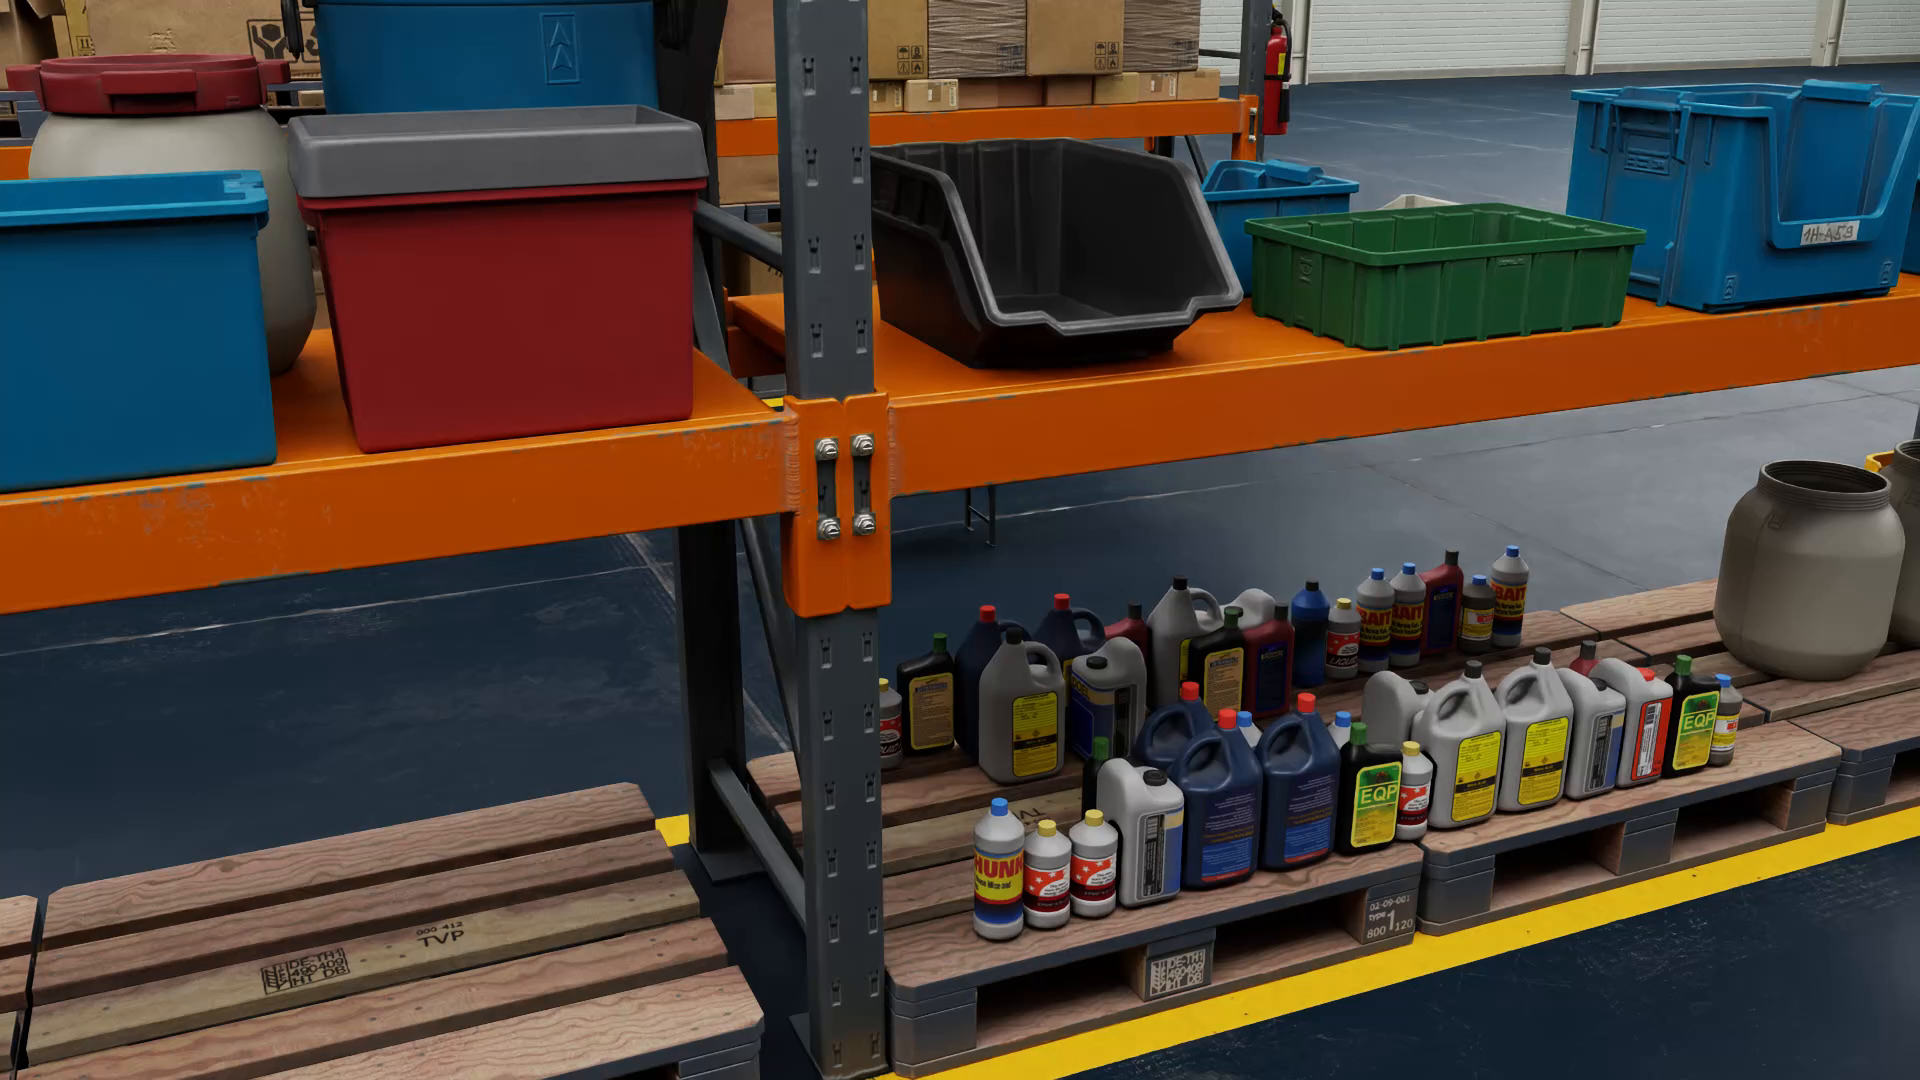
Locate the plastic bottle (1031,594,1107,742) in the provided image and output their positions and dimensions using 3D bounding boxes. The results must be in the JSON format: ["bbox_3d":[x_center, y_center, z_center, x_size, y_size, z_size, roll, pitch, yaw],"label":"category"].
[{"bbox_3d":[0.262,0.295,3.994,0.185,0.351,0.144,-9,21,-25],"label":"plastic bottle"}]

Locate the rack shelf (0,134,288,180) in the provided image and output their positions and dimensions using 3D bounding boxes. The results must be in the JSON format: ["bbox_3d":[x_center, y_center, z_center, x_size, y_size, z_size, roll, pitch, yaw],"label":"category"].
[{"bbox_3d":[-4.190,-1.457,6.728,4.000,0.370,1.077,-8,21,-22],"label":"rack shelf"}]

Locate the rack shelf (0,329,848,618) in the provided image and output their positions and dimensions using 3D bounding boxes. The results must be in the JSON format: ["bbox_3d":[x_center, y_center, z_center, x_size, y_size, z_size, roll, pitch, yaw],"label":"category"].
[{"bbox_3d":[-2.228,0.053,2.438,4.000,0.370,1.077,-8,21,-22],"label":"rack shelf"}]

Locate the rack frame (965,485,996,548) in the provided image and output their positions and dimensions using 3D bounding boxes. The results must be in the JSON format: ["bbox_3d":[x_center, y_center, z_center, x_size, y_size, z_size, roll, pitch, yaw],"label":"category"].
[{"bbox_3d":[0.072,-0.576,5.852,0.015,1.200,0.240,-8,21,-22],"label":"rack frame"}]

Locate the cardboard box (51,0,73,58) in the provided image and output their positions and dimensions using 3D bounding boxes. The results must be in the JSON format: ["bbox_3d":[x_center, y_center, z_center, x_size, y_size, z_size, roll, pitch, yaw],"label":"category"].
[{"bbox_3d":[-5.992,-3.282,10.676,0.500,0.500,0.500,-8,21,-22],"label":"cardboard box"}]

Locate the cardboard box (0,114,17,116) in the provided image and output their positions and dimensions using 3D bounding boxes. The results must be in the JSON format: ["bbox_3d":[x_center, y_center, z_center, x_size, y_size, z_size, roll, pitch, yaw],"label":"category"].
[{"bbox_3d":[-8.755,-3.685,15.296,0.625,0.372,0.950,-9,21,-23],"label":"cardboard box"}]

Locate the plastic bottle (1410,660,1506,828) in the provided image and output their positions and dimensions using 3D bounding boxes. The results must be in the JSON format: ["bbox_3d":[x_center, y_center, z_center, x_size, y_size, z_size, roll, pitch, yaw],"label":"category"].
[{"bbox_3d":[1.077,0.432,3.604,0.185,0.351,0.144,-8,21,-22],"label":"plastic bottle"}]

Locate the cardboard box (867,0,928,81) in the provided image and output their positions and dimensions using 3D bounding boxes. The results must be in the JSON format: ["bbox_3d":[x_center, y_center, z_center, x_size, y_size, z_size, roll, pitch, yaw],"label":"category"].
[{"bbox_3d":[-0.548,-2.492,7.985,0.500,0.500,0.875,-8,21,-22],"label":"cardboard box"}]

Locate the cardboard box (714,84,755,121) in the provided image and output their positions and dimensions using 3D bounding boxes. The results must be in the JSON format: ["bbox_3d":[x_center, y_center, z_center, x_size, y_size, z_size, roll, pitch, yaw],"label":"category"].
[{"bbox_3d":[-1.112,-2.004,7.576,0.250,0.149,0.380,-8,21,-22],"label":"cardboard box"}]

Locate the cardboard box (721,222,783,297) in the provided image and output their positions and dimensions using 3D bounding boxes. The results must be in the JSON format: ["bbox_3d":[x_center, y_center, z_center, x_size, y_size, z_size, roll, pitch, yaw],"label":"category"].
[{"bbox_3d":[-0.909,-1.302,8.336,0.500,0.500,0.500,-10,22,-27],"label":"cardboard box"}]

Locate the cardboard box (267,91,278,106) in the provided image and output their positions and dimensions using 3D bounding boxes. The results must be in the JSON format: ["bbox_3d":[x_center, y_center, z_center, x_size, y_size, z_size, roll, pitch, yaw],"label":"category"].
[{"bbox_3d":[-8.723,-5.601,20.356,0.625,0.625,0.875,-7,21,-20],"label":"cardboard box"}]

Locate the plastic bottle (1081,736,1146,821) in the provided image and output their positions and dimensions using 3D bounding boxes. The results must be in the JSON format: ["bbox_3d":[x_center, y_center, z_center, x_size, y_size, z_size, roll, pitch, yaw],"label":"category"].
[{"bbox_3d":[0.318,0.533,3.420,0.133,0.283,0.061,-8,21,-22],"label":"plastic bottle"}]

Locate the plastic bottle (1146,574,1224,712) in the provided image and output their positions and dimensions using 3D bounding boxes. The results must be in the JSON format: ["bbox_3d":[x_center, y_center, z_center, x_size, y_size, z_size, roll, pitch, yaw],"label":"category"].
[{"bbox_3d":[0.558,0.252,4.115,0.185,0.351,0.144,-8,21,-22],"label":"plastic bottle"}]

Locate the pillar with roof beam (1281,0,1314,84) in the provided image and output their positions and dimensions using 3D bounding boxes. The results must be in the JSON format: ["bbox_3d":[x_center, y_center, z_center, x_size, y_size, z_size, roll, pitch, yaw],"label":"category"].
[{"bbox_3d":[7.152,-10.400,22.009,0.400,9.000,9.100,-8,21,-22],"label":"pillar with roof beam"}]

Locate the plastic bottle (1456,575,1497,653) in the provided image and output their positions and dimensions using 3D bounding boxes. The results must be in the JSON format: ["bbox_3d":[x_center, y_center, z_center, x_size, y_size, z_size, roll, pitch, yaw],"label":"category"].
[{"bbox_3d":[1.398,0.194,4.506,0.097,0.201,0.097,0,19,0],"label":"plastic bottle"}]

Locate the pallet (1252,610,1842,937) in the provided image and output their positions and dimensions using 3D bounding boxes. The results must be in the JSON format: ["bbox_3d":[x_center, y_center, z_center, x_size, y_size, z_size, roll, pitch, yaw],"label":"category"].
[{"bbox_3d":[1.363,0.529,4.203,1.213,0.211,1.003,-8,21,-22],"label":"pallet"}]

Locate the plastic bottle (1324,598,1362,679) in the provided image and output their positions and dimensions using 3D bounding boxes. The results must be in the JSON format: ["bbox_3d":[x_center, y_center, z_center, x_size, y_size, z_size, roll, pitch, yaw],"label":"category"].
[{"bbox_3d":[0.995,0.252,4.342,0.097,0.201,0.097,0,19,0],"label":"plastic bottle"}]

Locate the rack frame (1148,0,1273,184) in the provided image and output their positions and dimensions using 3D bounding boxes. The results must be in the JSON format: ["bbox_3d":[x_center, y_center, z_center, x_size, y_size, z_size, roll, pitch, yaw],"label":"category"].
[{"bbox_3d":[1.319,-2.586,8.850,0.127,3.000,1.000,-8,21,-22],"label":"rack frame"}]

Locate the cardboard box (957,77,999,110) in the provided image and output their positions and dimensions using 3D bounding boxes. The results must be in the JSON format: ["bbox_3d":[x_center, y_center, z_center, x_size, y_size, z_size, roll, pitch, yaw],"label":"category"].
[{"bbox_3d":[-0.002,-2.198,8.125,0.250,0.149,0.380,-8,21,-22],"label":"cardboard box"}]

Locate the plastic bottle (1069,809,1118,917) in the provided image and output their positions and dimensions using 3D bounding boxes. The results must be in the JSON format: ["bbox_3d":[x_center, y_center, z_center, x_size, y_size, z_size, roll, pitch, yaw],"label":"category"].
[{"bbox_3d":[0.261,0.628,3.273,0.097,0.201,0.097,0,19,0],"label":"plastic bottle"}]

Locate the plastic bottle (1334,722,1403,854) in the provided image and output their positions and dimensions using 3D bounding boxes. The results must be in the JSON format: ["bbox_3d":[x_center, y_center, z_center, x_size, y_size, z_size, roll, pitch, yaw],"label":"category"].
[{"bbox_3d":[0.855,0.511,3.482,0.133,0.283,0.061,-7,21,-20],"label":"plastic bottle"}]

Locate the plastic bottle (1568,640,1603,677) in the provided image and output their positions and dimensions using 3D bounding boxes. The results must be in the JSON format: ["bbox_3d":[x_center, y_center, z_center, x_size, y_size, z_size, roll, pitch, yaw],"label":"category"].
[{"bbox_3d":[1.483,0.366,3.894,0.133,0.283,0.061,-8,21,-22],"label":"plastic bottle"}]

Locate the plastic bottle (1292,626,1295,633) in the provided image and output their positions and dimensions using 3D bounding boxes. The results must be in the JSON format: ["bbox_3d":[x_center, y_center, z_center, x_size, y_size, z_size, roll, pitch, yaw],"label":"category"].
[{"bbox_3d":[0.807,0.279,4.265,0.097,0.201,0.097,0,19,0],"label":"plastic bottle"}]

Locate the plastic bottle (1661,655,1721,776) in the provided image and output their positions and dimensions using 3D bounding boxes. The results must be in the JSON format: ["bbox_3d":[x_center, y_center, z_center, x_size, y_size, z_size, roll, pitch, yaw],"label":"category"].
[{"bbox_3d":[1.668,0.394,3.813,0.133,0.283,0.061,-8,21,-21],"label":"plastic bottle"}]

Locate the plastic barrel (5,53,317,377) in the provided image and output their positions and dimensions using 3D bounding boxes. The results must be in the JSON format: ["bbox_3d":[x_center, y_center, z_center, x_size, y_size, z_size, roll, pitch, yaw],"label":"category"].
[{"bbox_3d":[-1.357,-0.554,2.876,0.433,0.535,0.433,0,19,0],"label":"plastic barrel"}]

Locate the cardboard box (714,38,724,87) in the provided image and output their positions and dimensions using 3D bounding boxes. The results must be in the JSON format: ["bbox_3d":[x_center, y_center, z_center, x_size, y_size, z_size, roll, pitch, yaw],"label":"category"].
[{"bbox_3d":[-1.443,-2.343,7.560,0.500,0.500,0.875,-8,21,-22],"label":"cardboard box"}]

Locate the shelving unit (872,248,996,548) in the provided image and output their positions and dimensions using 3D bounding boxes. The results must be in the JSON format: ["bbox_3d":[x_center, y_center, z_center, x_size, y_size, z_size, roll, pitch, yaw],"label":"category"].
[{"bbox_3d":[-0.152,-0.544,5.761,0.503,1.200,0.258,-8,21,-22],"label":"shelving unit"}]

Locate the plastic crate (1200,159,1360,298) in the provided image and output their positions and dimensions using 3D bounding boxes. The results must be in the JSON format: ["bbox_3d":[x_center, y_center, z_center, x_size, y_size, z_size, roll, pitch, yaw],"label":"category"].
[{"bbox_3d":[0.517,-0.708,3.739,0.616,0.251,0.499,-8,21,-22],"label":"plastic crate"}]

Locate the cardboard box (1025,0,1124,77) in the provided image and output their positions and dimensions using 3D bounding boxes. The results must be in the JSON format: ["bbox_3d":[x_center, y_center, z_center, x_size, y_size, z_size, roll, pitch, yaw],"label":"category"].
[{"bbox_3d":[0.392,-2.607,8.311,0.500,0.500,0.875,-8,21,-22],"label":"cardboard box"}]

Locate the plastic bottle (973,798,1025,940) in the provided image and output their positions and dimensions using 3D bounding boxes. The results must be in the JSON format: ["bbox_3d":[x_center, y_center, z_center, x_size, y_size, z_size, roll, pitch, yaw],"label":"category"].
[{"bbox_3d":[0.074,0.622,3.185,0.097,0.271,0.097,0,19,0],"label":"plastic bottle"}]

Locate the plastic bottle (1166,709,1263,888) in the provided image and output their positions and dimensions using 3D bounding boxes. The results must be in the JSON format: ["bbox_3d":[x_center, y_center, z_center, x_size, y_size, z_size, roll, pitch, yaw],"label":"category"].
[{"bbox_3d":[0.514,0.513,3.375,0.185,0.351,0.144,-8,21,-20],"label":"plastic bottle"}]

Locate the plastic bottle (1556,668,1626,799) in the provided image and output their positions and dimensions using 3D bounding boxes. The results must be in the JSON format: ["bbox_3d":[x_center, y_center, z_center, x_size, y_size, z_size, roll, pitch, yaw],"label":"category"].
[{"bbox_3d":[1.399,0.420,3.751,0.135,0.276,0.152,-9,21,-23],"label":"plastic bottle"}]

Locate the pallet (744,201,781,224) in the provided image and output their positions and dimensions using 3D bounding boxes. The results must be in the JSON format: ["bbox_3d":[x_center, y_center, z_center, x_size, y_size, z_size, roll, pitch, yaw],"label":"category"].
[{"bbox_3d":[-1.256,-2.667,13.280,1.213,0.211,1.003,-8,21,-22],"label":"pallet"}]

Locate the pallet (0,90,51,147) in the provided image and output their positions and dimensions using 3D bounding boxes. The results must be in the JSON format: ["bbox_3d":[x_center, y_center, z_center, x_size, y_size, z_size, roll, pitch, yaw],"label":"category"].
[{"bbox_3d":[-4.225,-1.716,6.668,1.213,0.211,1.003,-8,21,-22],"label":"pallet"}]

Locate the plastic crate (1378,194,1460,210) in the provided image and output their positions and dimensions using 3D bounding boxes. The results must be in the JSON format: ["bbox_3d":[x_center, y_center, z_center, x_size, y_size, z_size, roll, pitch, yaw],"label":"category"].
[{"bbox_3d":[0.999,-0.716,3.935,0.437,0.136,0.530,-8,21,-22],"label":"plastic crate"}]

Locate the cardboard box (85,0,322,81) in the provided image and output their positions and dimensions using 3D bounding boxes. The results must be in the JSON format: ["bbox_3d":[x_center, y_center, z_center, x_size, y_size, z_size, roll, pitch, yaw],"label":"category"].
[{"bbox_3d":[-3.139,-2.479,7.010,1.000,1.000,1.000,-8,21,-22],"label":"cardboard box"}]

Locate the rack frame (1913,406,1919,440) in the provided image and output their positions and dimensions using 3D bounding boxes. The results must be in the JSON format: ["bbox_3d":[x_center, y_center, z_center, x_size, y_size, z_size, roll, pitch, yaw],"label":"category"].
[{"bbox_3d":[3.281,-1.076,4.560,0.127,3.000,1.000,-8,21,-22],"label":"rack frame"}]

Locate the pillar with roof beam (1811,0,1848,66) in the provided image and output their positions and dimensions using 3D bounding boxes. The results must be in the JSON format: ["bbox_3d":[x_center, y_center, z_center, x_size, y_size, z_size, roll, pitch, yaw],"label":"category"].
[{"bbox_3d":[18.170,-11.979,26.493,0.400,9.000,9.100,-8,21,-22],"label":"pillar with roof beam"}]

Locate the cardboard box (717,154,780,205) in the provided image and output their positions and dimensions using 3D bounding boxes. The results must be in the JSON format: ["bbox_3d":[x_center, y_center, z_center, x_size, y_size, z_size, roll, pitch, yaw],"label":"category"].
[{"bbox_3d":[-1.956,-3.082,12.825,0.875,0.875,0.875,-9,21,-23],"label":"cardboard box"}]

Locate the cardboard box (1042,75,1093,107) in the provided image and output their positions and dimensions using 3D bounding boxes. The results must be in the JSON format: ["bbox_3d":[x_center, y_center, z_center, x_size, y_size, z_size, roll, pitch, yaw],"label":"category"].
[{"bbox_3d":[0.465,-2.258,8.295,0.250,0.149,0.380,-8,21,-22],"label":"cardboard box"}]

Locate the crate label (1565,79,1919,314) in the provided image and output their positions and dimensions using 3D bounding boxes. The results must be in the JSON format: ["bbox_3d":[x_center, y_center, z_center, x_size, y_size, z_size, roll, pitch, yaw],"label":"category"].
[{"bbox_3d":[1.698,-0.768,3.632,0.616,0.435,0.502,-8,21,-22],"label":"crate label"}]

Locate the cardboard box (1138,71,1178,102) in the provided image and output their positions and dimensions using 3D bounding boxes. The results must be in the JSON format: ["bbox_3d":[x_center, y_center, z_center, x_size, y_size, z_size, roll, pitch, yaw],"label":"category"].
[{"bbox_3d":[0.909,-2.334,8.513,0.250,0.149,0.380,-8,21,-22],"label":"cardboard box"}]

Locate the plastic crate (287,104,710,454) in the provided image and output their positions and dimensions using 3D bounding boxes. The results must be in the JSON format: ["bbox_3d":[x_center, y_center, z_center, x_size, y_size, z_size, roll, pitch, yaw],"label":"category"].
[{"bbox_3d":[-0.715,-0.422,2.609,0.583,0.464,0.402,-8,21,-22],"label":"plastic crate"}]

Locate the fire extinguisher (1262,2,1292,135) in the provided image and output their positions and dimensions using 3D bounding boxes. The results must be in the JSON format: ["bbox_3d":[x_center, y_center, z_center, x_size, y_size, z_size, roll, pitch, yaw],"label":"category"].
[{"bbox_3d":[1.607,-2.424,8.506,0.183,0.674,0.296,-8,21,-22],"label":"fire extinguisher"}]

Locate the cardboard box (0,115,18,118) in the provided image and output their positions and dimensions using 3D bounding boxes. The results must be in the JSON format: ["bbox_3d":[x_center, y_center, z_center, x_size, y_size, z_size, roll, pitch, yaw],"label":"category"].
[{"bbox_3d":[-6.502,-2.365,10.977,0.750,0.750,1.050,-8,21,-21],"label":"cardboard box"}]

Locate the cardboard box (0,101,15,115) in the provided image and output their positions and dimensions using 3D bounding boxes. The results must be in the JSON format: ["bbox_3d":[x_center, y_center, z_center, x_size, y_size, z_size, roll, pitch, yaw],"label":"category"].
[{"bbox_3d":[-11.343,-5.225,19.287,0.625,0.625,0.875,-7,21,-20],"label":"cardboard box"}]

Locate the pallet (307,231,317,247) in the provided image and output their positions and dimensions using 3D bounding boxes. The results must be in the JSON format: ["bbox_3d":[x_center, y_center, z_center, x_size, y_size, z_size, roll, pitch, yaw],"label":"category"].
[{"bbox_3d":[-4.904,-2.146,11.798,1.213,0.211,1.003,-8,21,-22],"label":"pallet"}]

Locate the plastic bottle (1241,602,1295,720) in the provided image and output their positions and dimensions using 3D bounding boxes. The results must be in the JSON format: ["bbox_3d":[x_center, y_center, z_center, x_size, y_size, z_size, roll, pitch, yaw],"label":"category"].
[{"bbox_3d":[0.752,0.296,4.092,0.133,0.283,0.061,-8,21,-22],"label":"plastic bottle"}]

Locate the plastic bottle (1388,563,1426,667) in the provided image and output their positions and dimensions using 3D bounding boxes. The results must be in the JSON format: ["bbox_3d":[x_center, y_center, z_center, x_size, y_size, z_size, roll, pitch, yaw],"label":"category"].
[{"bbox_3d":[1.178,0.192,4.405,0.097,0.271,0.097,0,19,0],"label":"plastic bottle"}]

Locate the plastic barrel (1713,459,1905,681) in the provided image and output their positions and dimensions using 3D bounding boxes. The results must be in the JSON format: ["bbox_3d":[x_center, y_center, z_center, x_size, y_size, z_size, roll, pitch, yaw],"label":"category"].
[{"bbox_3d":[2.247,0.076,4.404,0.421,0.512,0.421,0,19,0],"label":"plastic barrel"}]

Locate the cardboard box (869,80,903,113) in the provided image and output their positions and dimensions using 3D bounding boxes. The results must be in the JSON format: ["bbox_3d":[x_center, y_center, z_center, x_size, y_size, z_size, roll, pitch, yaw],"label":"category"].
[{"bbox_3d":[-0.454,-2.126,7.922,0.250,0.149,0.380,-8,21,-22],"label":"cardboard box"}]

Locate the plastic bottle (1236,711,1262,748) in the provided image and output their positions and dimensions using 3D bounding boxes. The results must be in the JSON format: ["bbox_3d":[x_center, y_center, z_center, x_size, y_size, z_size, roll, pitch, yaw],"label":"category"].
[{"bbox_3d":[0.599,0.495,3.547,0.097,0.271,0.097,0,19,0],"label":"plastic bottle"}]

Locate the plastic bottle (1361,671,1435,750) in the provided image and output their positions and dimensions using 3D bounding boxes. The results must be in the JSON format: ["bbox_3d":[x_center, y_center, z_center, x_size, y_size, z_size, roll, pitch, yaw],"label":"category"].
[{"bbox_3d":[0.996,0.426,3.735,0.135,0.276,0.152,-8,21,-22],"label":"plastic bottle"}]

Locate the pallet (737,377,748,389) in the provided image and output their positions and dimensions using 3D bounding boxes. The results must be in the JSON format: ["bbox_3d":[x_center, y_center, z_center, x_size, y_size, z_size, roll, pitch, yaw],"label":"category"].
[{"bbox_3d":[-1.751,-0.844,8.100,1.213,0.211,1.003,-8,21,-22],"label":"pallet"}]

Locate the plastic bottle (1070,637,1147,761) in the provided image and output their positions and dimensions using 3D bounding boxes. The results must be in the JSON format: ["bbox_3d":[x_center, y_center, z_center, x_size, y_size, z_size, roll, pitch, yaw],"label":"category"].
[{"bbox_3d":[0.343,0.372,3.888,0.135,0.276,0.152,-8,21,-22],"label":"plastic bottle"}]

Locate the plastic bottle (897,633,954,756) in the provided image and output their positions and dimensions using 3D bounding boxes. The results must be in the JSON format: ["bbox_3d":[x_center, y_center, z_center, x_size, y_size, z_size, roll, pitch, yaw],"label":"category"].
[{"bbox_3d":[-0.081,0.361,3.909,0.133,0.283,0.061,-7,21,-19],"label":"plastic bottle"}]
